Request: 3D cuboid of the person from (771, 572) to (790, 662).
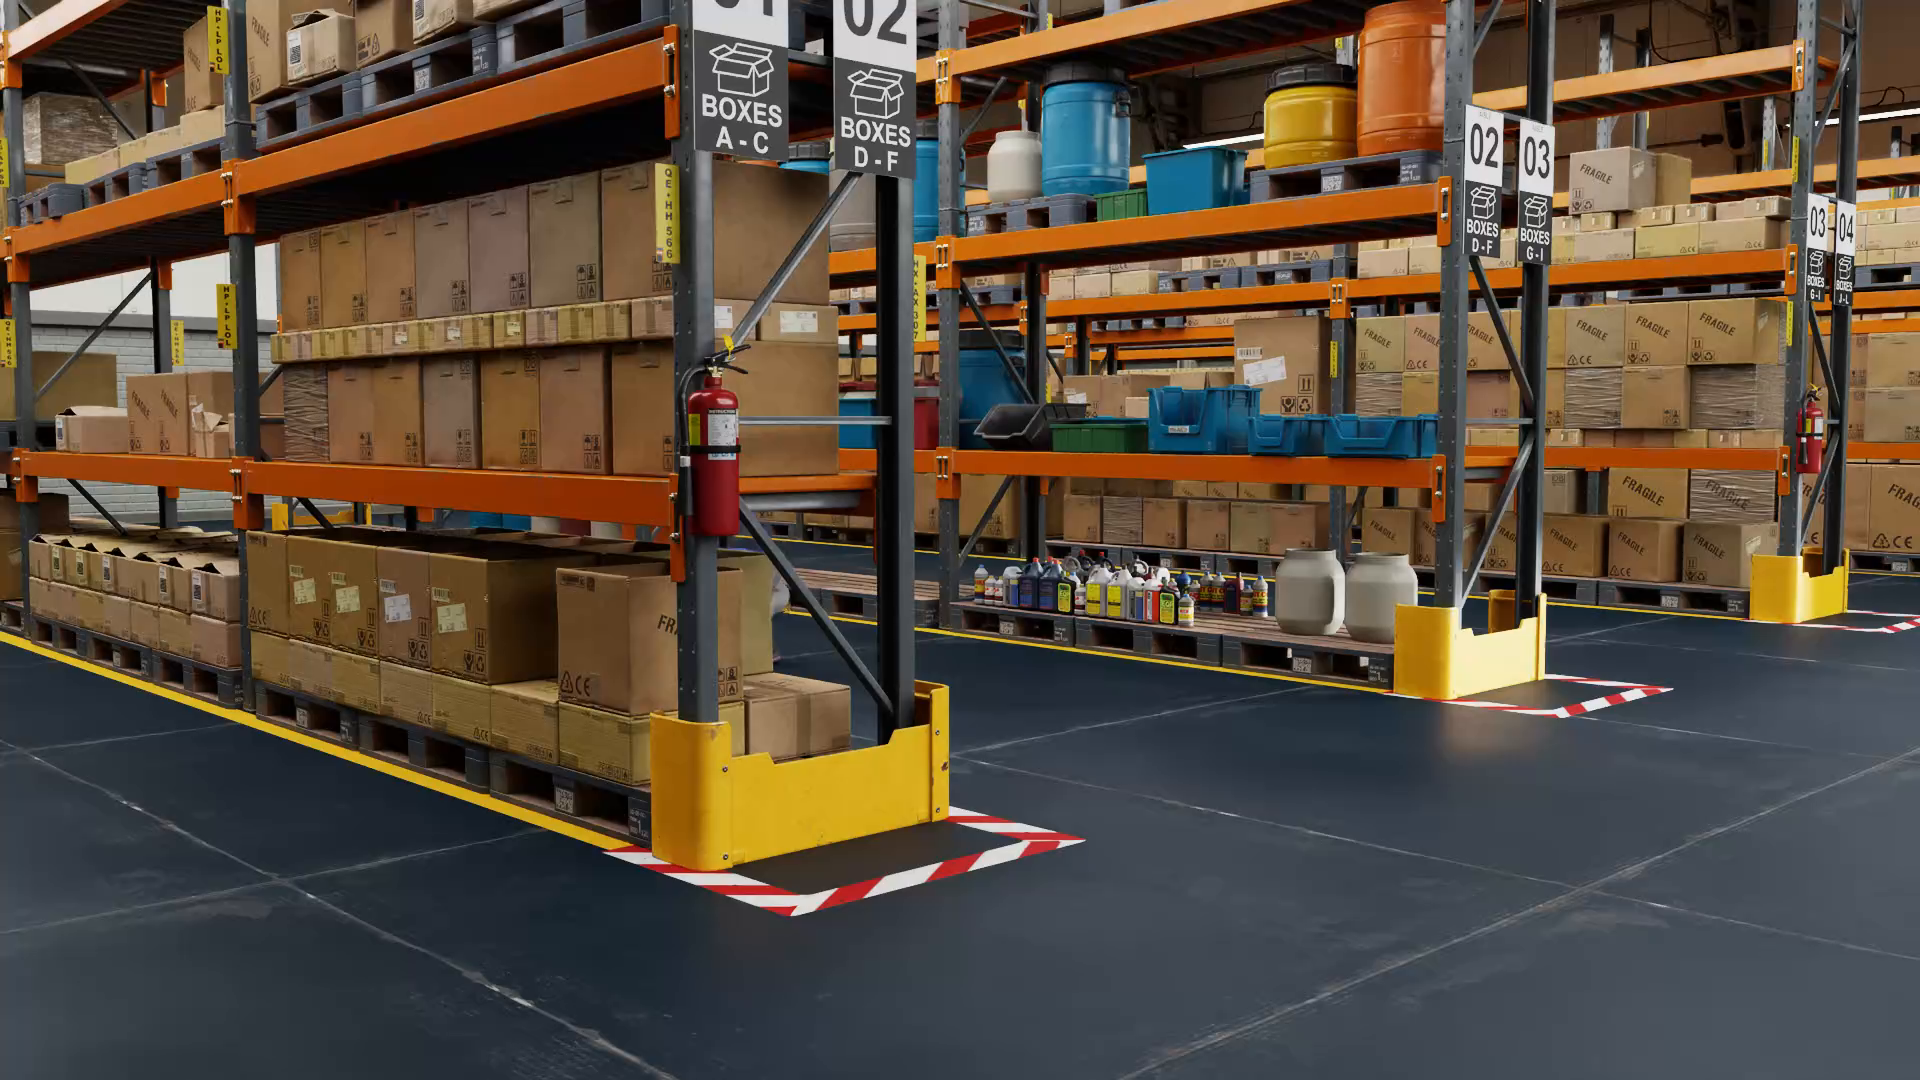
[{"bbox_3d":[-1.431,0.425,10.274,0.461,0.768,0.843,4,6,45],"label":"person"}]
